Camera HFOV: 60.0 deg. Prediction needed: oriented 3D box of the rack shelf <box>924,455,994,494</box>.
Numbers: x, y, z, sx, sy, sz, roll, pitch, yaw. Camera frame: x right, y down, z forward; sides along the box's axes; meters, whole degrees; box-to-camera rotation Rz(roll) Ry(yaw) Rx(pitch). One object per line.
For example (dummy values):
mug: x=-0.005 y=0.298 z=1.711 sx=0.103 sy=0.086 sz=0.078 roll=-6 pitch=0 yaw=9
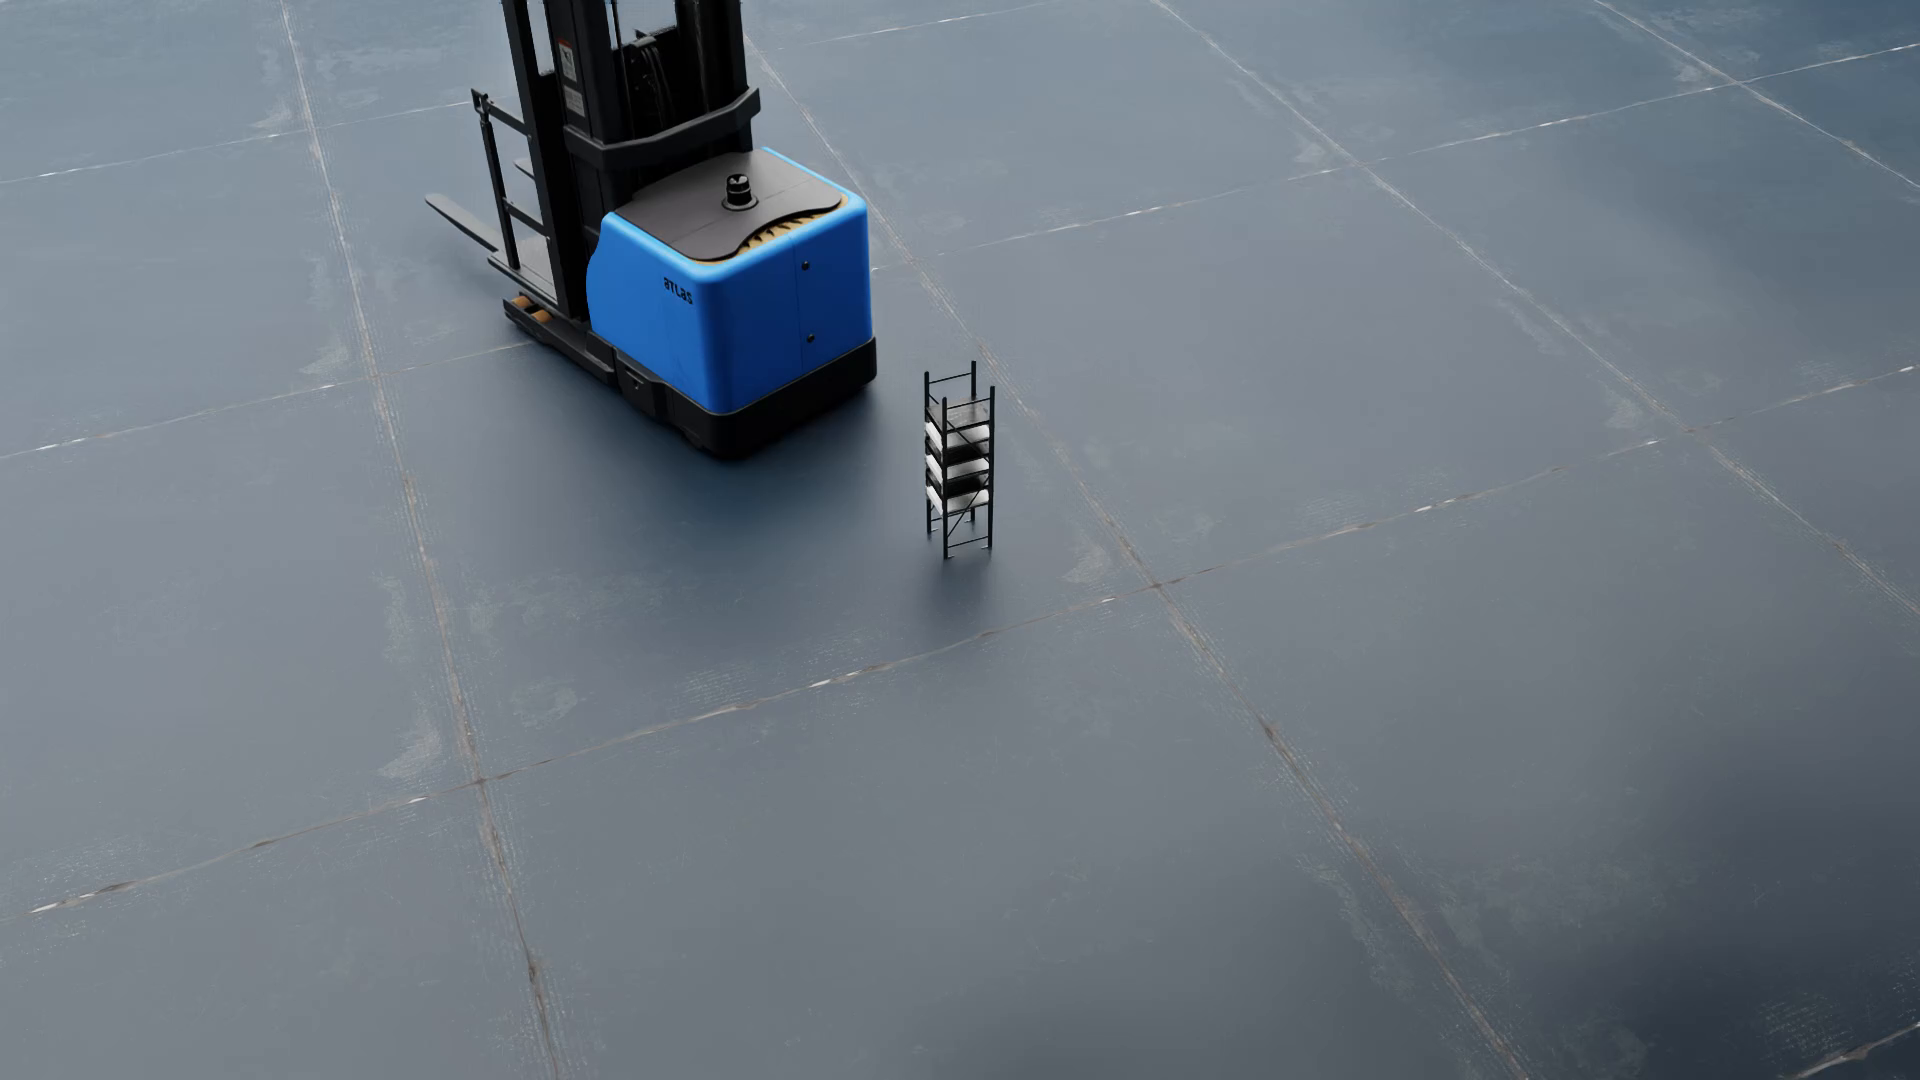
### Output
rack shelf: x=-0.003 y=-0.321 z=7.403 sx=0.258 sy=0.077 sz=0.200 roll=-15 pitch=43 yaw=-17

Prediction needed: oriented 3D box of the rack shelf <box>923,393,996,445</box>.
rack shelf: x=-0.003 y=-0.526 z=7.227 sx=0.258 sy=0.077 sz=0.200 roll=-15 pitch=43 yaw=-17

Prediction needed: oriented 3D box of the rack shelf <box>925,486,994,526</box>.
rack shelf: x=-0.003 y=-0.184 z=7.520 sx=0.258 sy=0.077 sz=0.200 roll=-15 pitch=43 yaw=-17

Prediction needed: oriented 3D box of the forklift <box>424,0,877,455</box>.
forklift: x=-1.815 y=-2.382 z=8.191 sx=1.130 sy=2.935 sz=3.031 roll=-33 pitch=50 yaw=-32

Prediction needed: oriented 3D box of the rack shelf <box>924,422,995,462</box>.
rack shelf: x=-0.003 y=-0.457 z=7.285 sx=0.258 sy=0.077 sz=0.200 roll=-15 pitch=43 yaw=-17

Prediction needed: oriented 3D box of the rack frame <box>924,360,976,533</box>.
rack frame: x=-0.042 y=-0.407 z=7.452 sx=0.240 sy=0.900 sz=0.006 roll=-15 pitch=43 yaw=-17

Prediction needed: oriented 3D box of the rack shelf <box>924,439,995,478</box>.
rack shelf: x=-0.003 y=-0.389 z=7.344 sx=0.258 sy=0.077 sz=0.200 roll=-15 pitch=43 yaw=-17

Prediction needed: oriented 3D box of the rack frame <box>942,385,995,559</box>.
rack frame: x=0.036 y=-0.285 z=7.310 sx=0.240 sy=0.900 sz=0.006 roll=-15 pitch=43 yaw=-17

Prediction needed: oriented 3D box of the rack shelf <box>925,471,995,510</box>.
rack shelf: x=-0.003 y=-0.253 z=7.461 sx=0.258 sy=0.077 sz=0.200 roll=-15 pitch=43 yaw=-17

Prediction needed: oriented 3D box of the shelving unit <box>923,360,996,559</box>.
shelving unit: x=-0.003 y=-0.346 z=7.381 sx=0.258 sy=0.900 sz=0.210 roll=-15 pitch=43 yaw=-17
